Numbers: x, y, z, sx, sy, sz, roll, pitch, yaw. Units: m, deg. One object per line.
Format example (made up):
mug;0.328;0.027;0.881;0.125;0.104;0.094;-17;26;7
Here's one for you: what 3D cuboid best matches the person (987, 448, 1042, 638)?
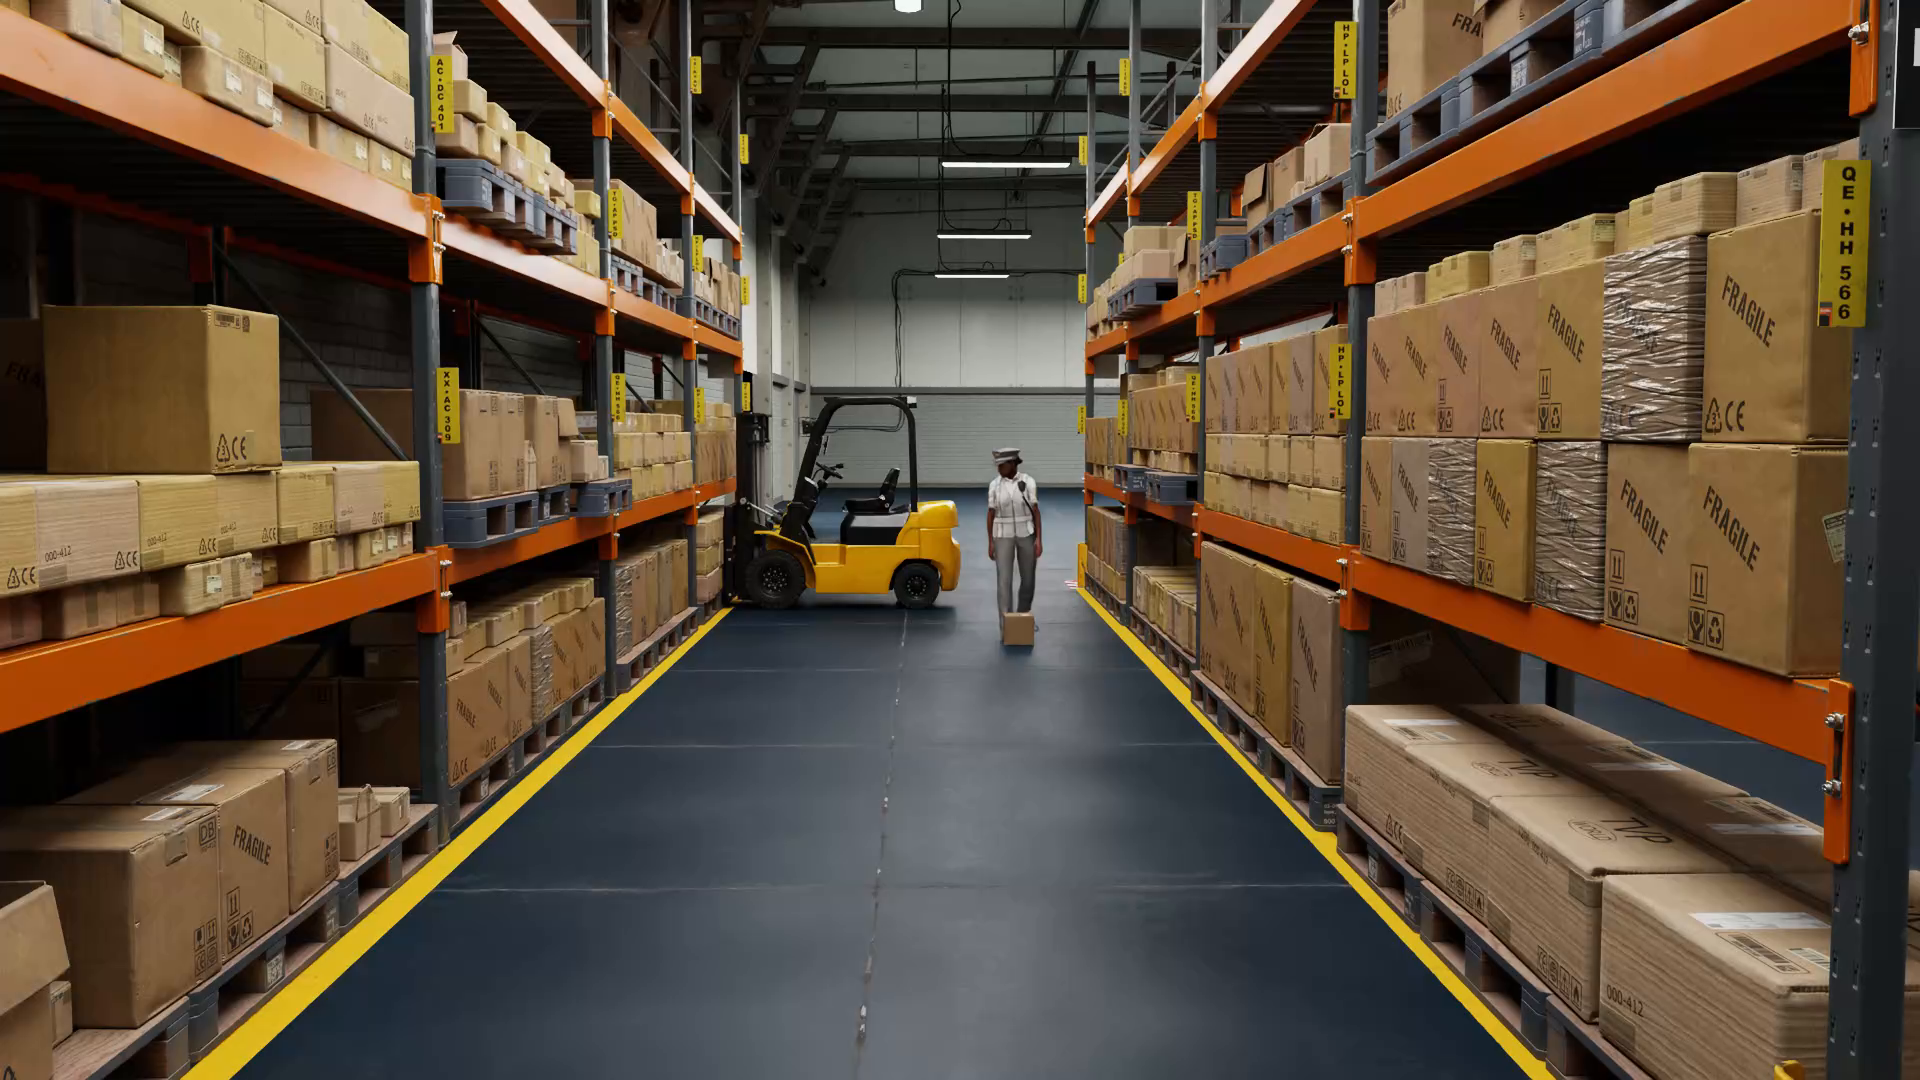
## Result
person;0.481;0.014;14.609;0.477;1.644;0.724;0;4;-1
